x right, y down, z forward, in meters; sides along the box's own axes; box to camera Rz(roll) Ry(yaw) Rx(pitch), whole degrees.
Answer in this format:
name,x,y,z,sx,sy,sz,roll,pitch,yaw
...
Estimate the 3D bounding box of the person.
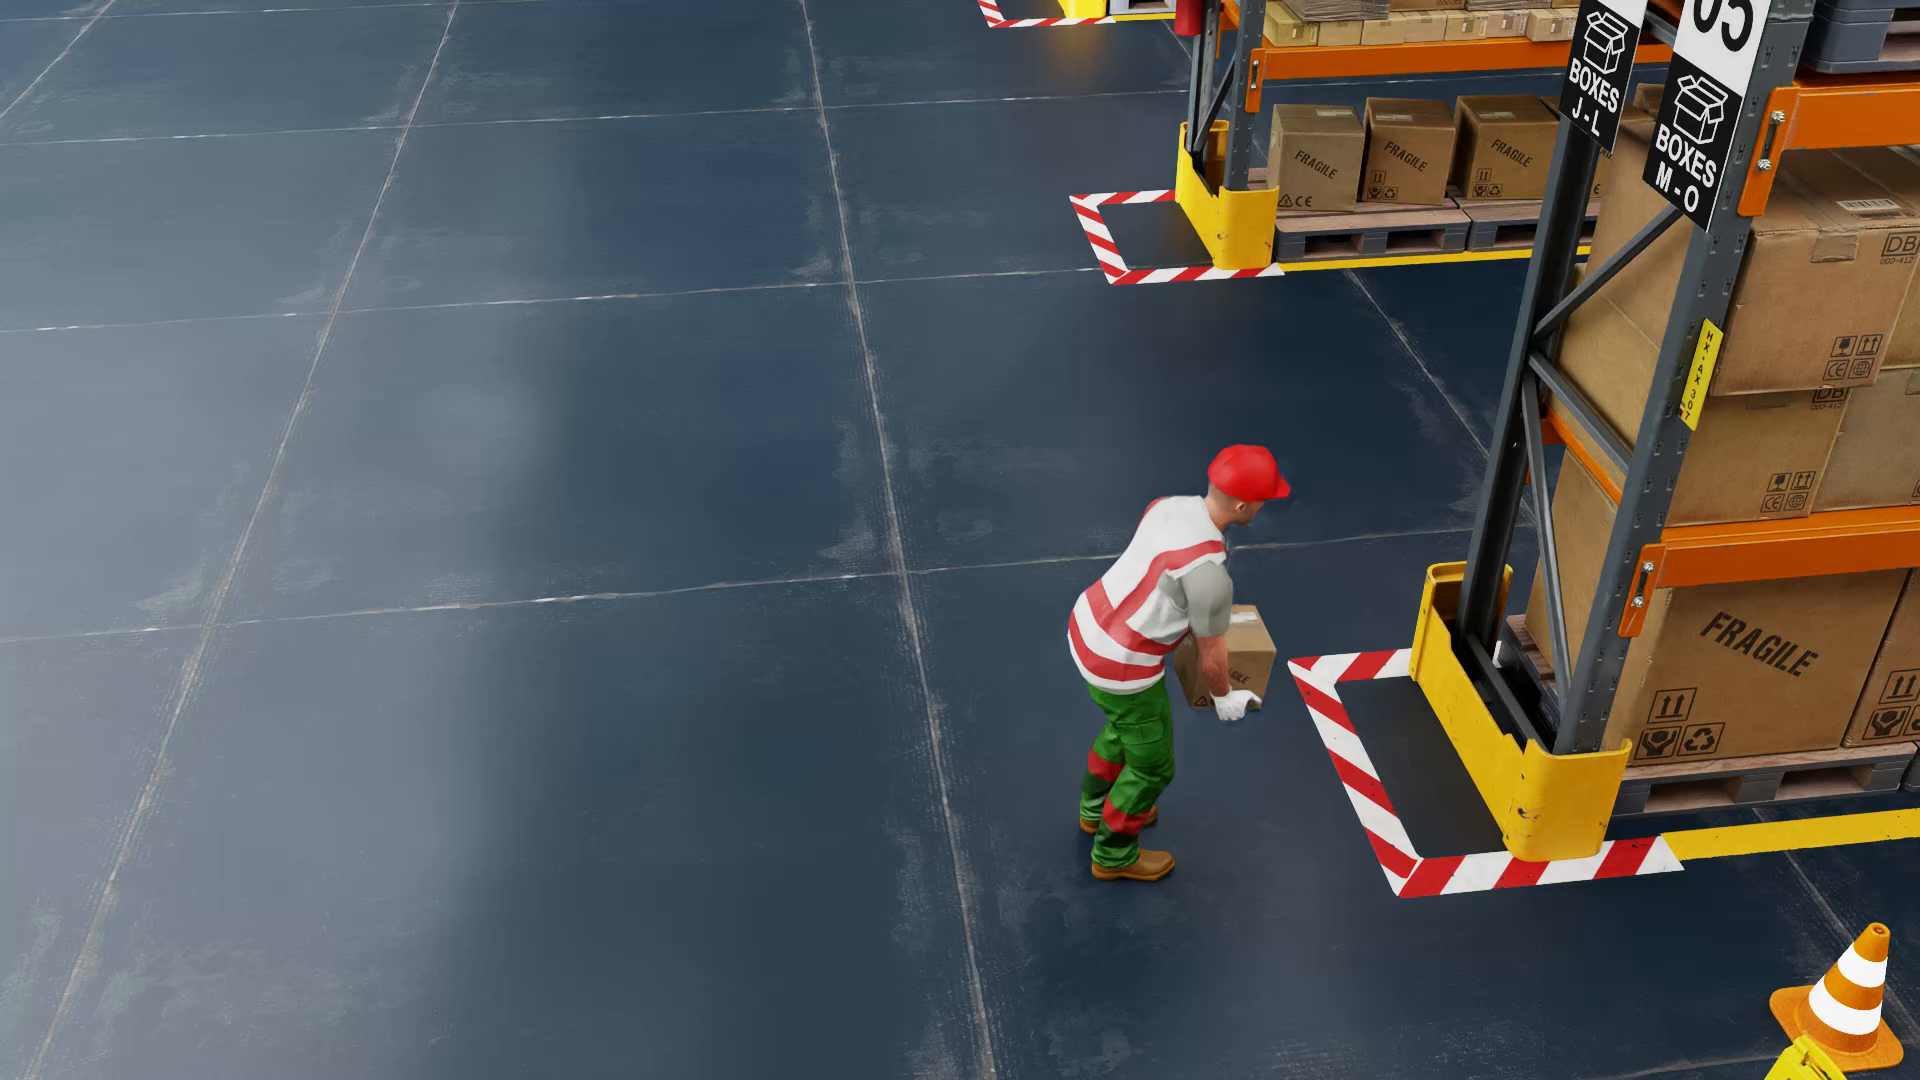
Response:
name,x,y,z,sx,sy,sz,roll,pitch,yaw
person,0.711,0.415,5.623,0.691,1.669,0.489,-5,35,-7
